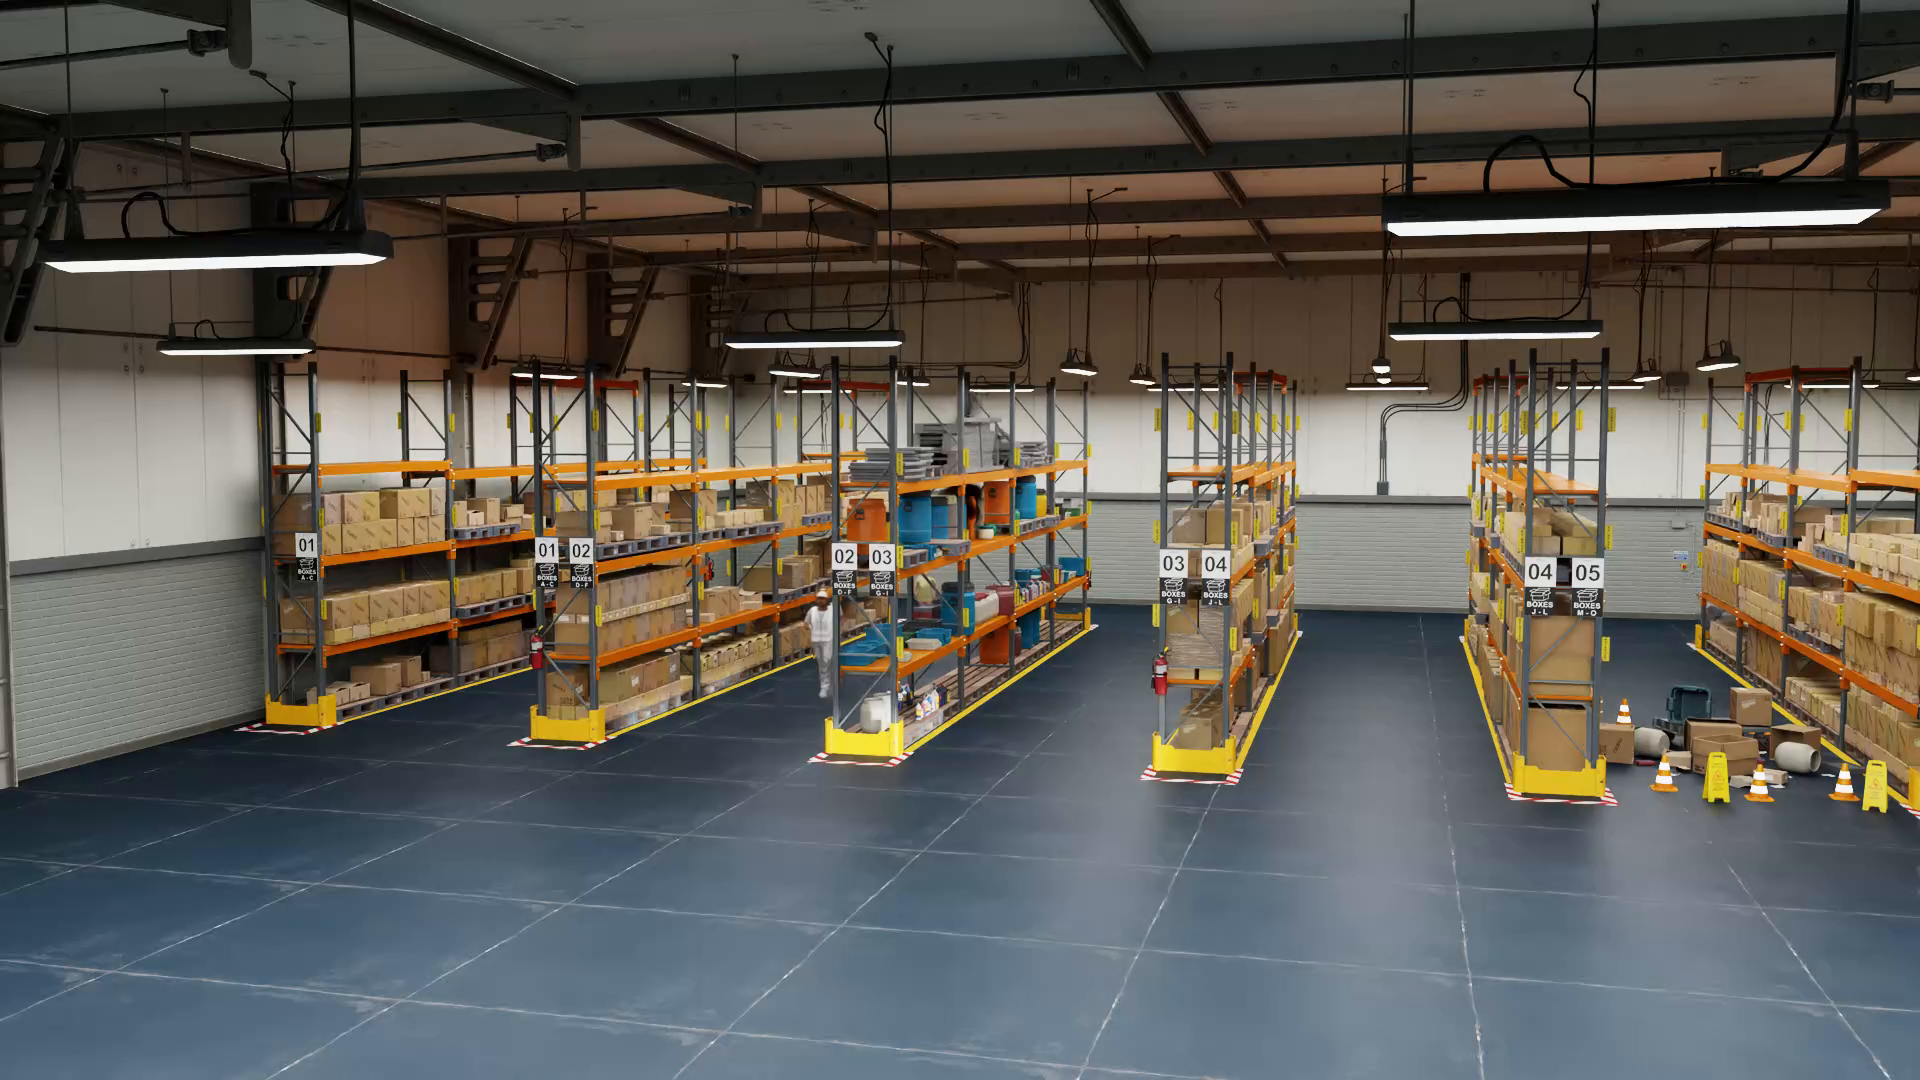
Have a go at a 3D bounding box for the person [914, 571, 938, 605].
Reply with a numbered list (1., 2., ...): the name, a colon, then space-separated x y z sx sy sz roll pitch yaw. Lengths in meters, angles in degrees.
1. person: -0.819 1.443 38.946 0.584 1.660 0.874 0 4 0

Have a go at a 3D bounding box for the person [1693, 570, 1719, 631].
1. person: 17.234 1.463 38.146 0.749 1.715 0.837 2 5 28

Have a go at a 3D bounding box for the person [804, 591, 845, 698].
1. person: -2.406 1.796 29.128 0.672 1.819 0.894 1 4 10
